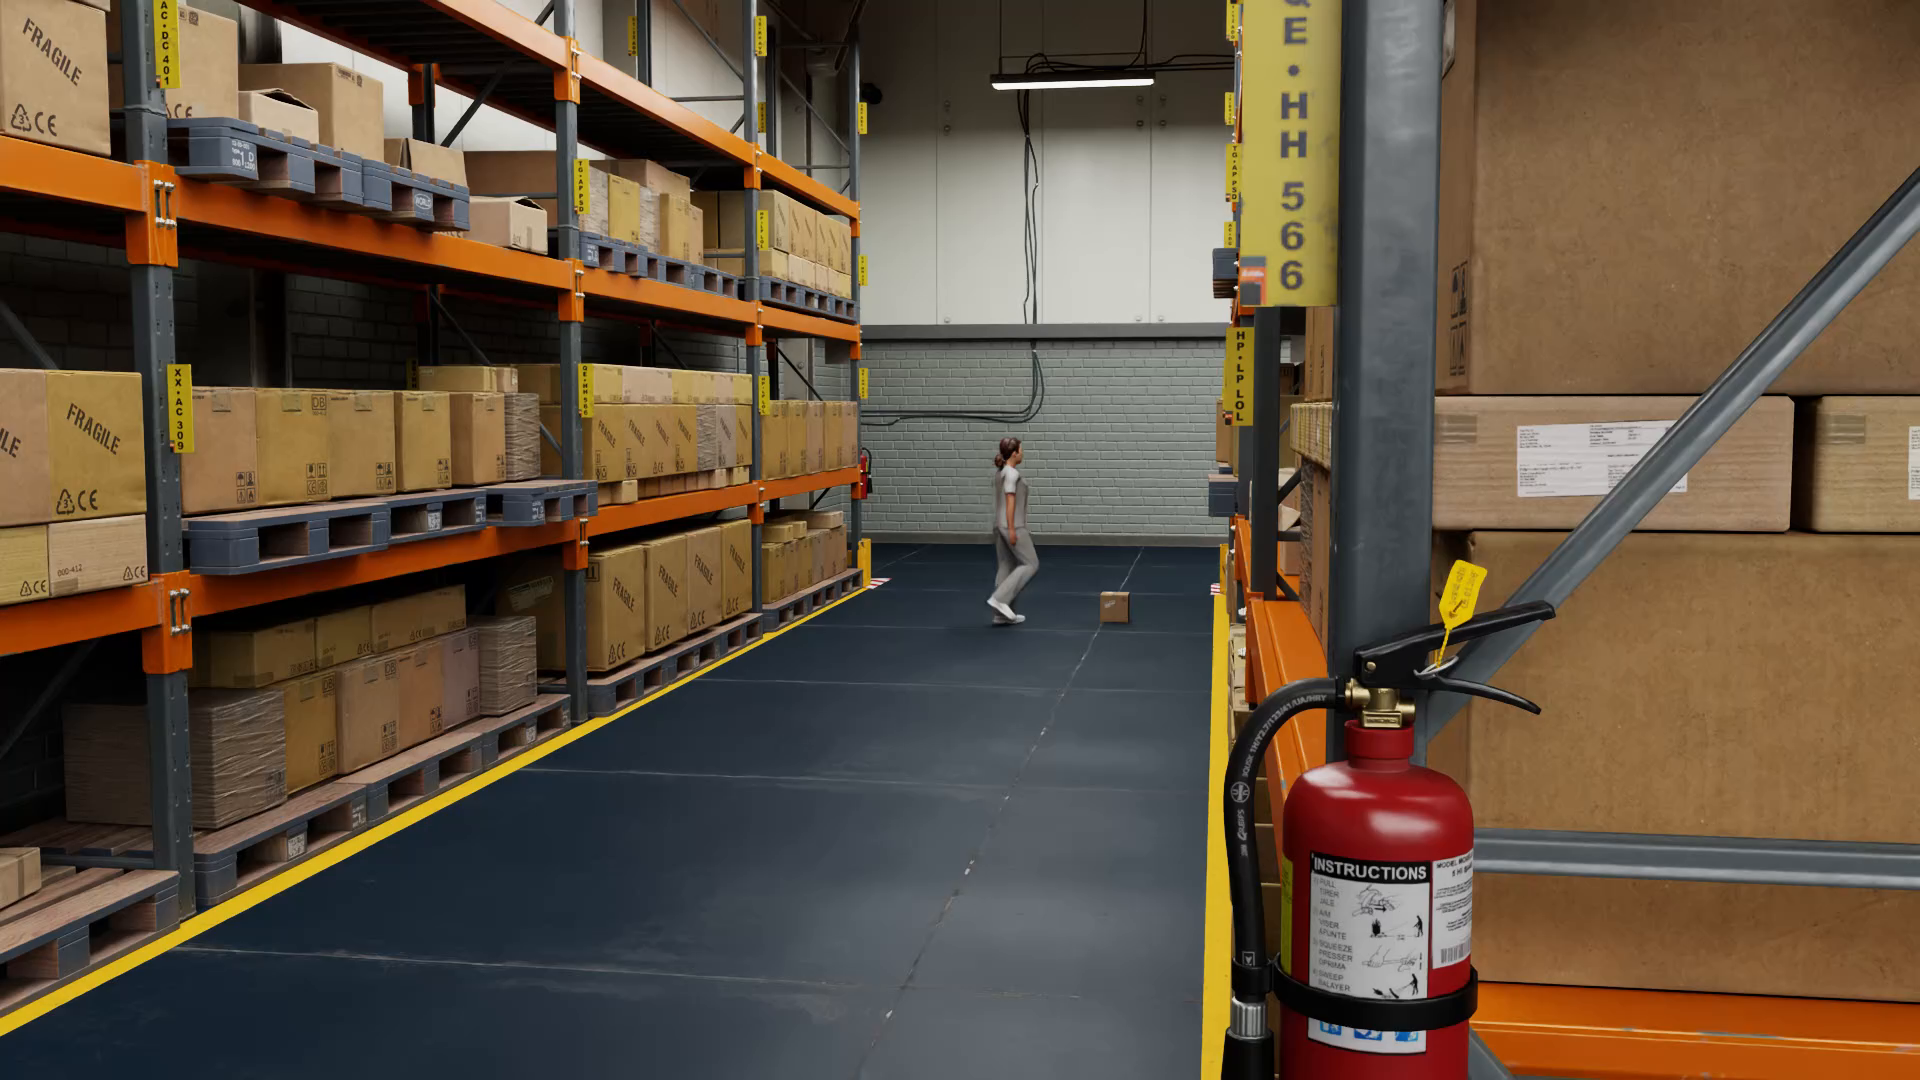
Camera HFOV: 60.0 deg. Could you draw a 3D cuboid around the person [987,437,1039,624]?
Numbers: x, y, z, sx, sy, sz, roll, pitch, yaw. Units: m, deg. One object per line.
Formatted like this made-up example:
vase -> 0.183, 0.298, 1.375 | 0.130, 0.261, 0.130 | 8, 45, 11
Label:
person -> 0.438, -0.084, 14.845 | 0.466, 1.669, 0.498 | -1, 5, -16
